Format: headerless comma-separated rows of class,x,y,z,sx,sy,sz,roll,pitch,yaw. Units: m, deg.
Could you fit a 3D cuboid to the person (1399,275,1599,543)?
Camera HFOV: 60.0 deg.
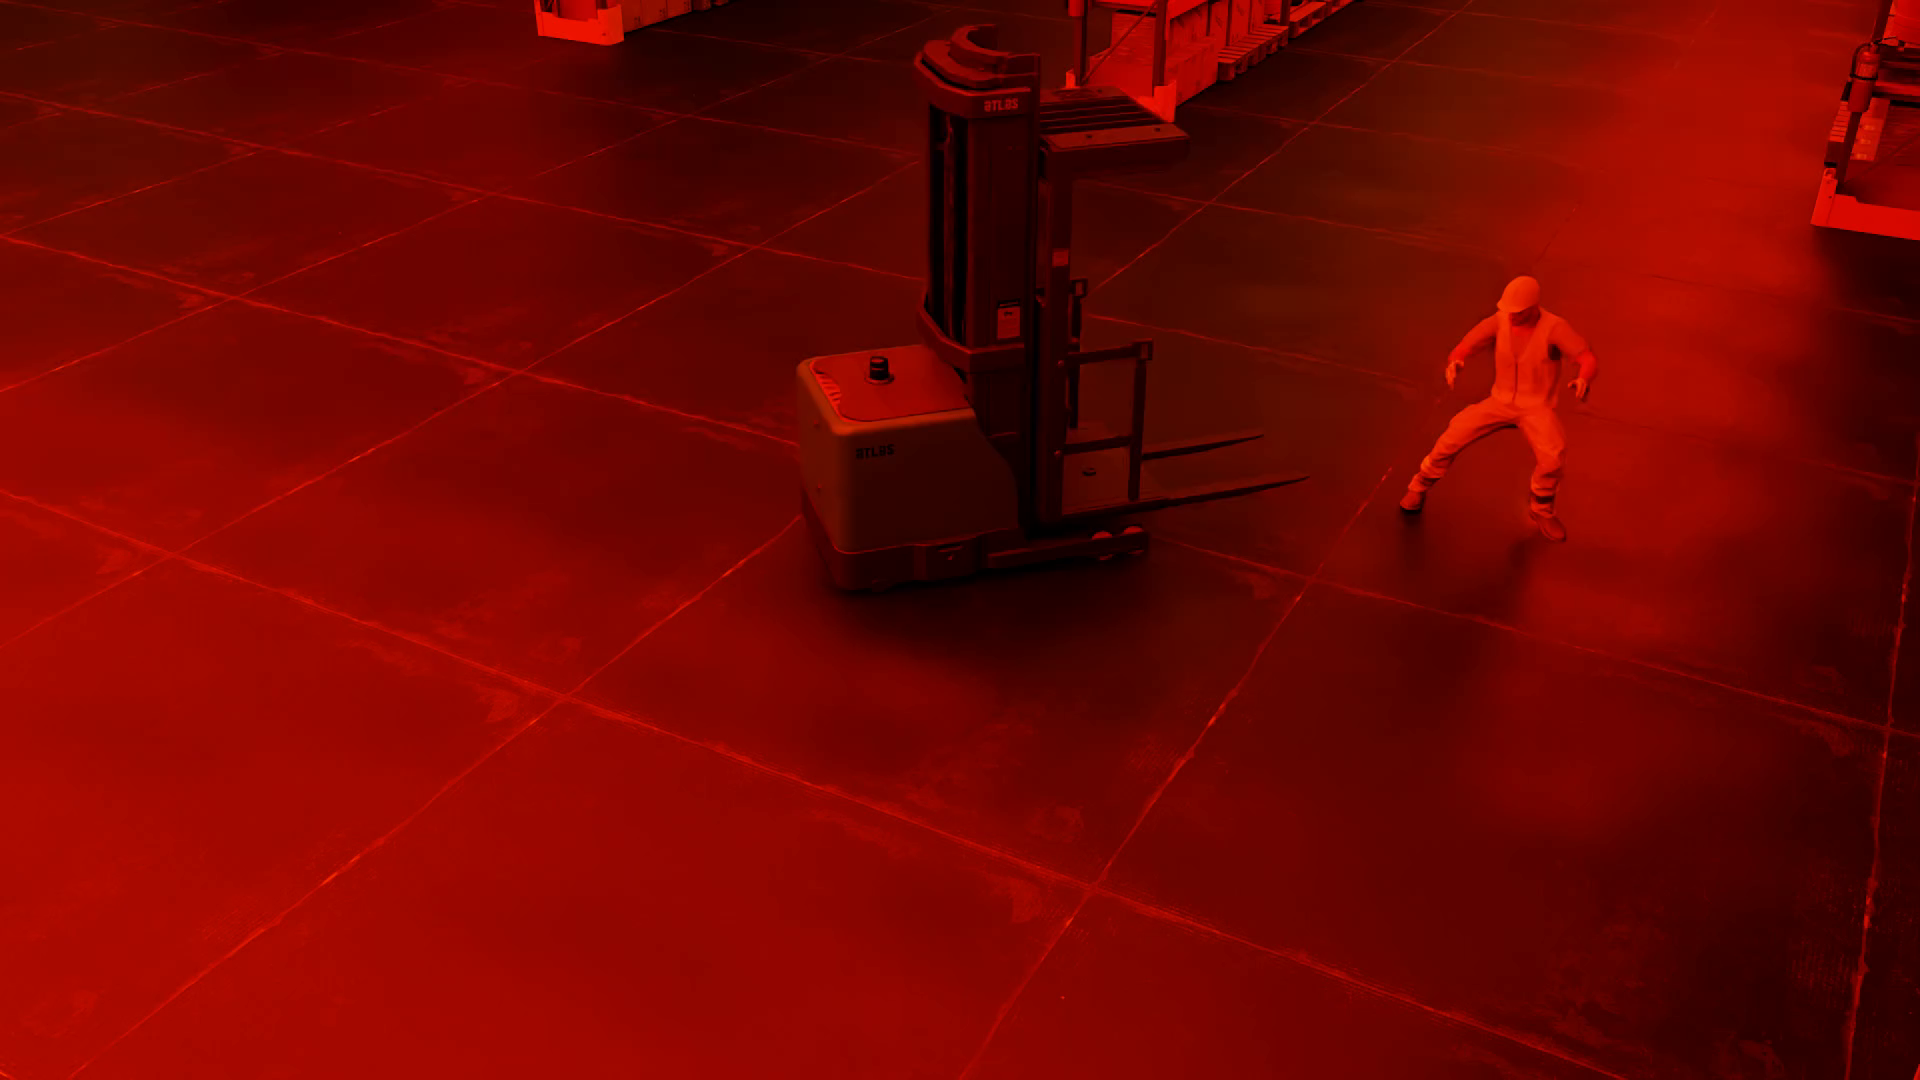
person,3.234,-0.783,9.815,1.046,1.551,0.762,25,38,36

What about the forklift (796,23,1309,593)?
forklift,0.606,-1.393,9.484,3.031,2.935,1.130,-9,31,-15
